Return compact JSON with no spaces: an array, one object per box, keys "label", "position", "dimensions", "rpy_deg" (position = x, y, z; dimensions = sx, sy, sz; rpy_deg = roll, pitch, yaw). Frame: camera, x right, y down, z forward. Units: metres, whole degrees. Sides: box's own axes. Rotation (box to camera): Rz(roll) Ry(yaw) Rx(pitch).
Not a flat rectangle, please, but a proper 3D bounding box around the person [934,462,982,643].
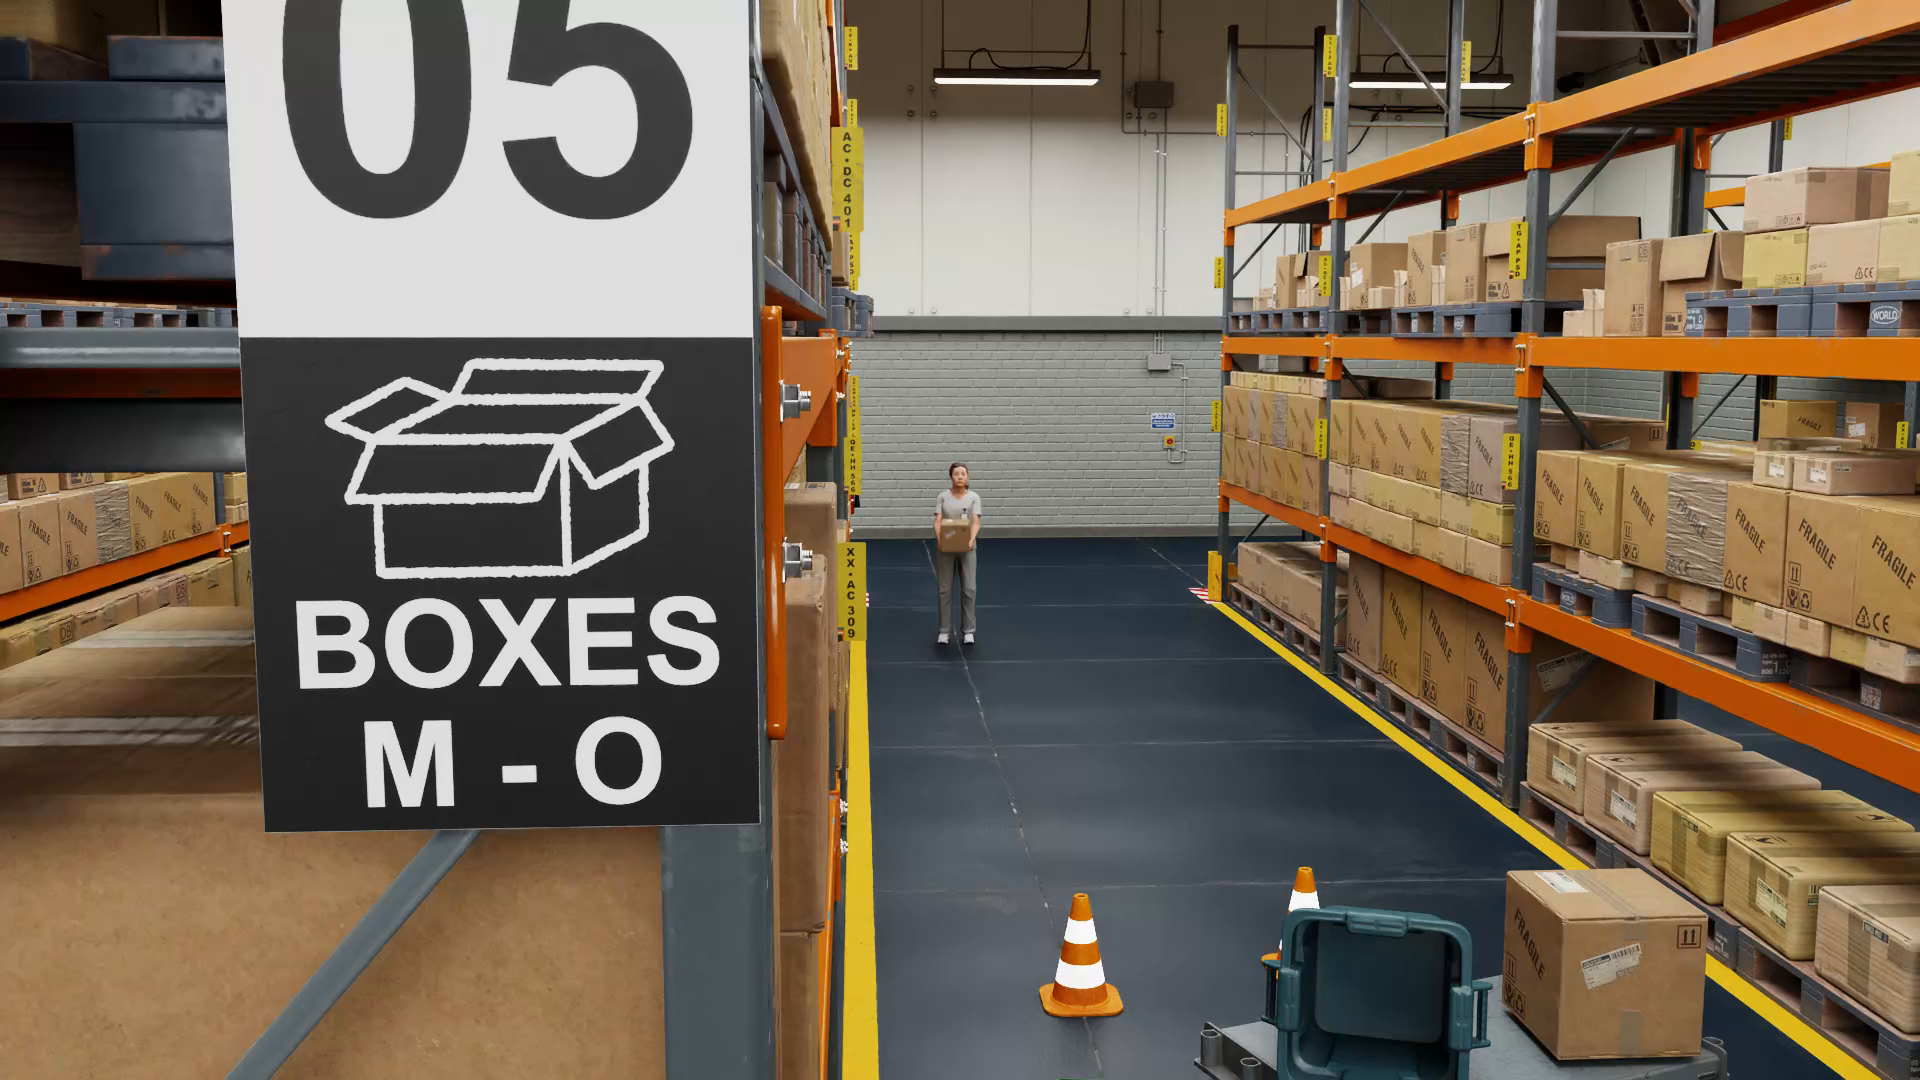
[{"label":"person","position":[-0.023,0.122,15.292],"dimensions":[0.439,1.663,0.558],"rpy_deg":[0,7,2]}]
